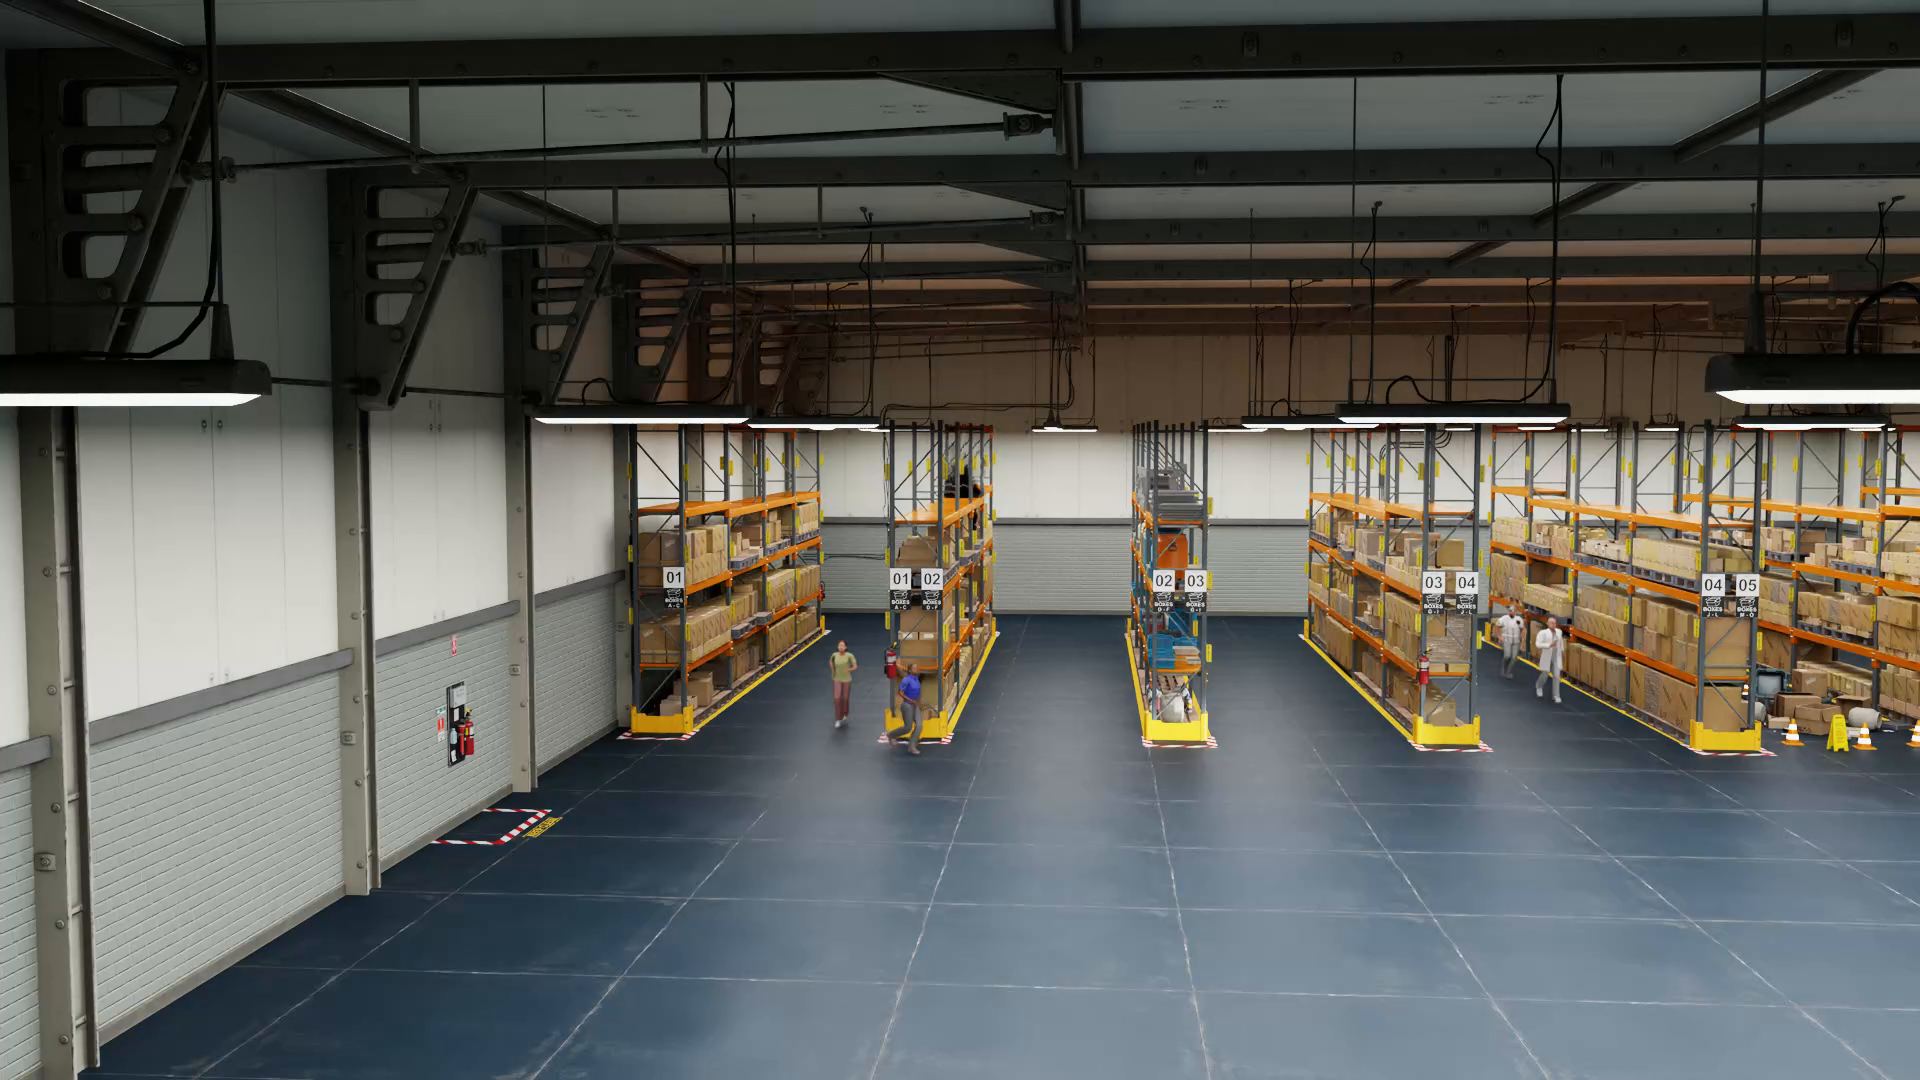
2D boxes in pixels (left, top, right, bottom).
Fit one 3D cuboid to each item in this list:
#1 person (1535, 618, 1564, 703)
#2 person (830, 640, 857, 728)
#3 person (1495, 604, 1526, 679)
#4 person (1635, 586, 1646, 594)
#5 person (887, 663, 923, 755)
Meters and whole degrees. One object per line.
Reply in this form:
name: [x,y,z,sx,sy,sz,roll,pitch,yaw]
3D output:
person: [12.646,2.545,35.646,0.703,1.764,1.059,0,4,-4]
person: [-2.309,2.814,32.845,0.554,1.712,0.775,0,4,1]
person: [12.931,2.388,38.963,0.662,1.770,0.661,0,4,2]
person: [19.420,1.923,47.320,0.782,1.637,0.552,1,4,9]
person: [-0.933,3.031,30.034,0.691,1.621,0.596,2,4,34]
